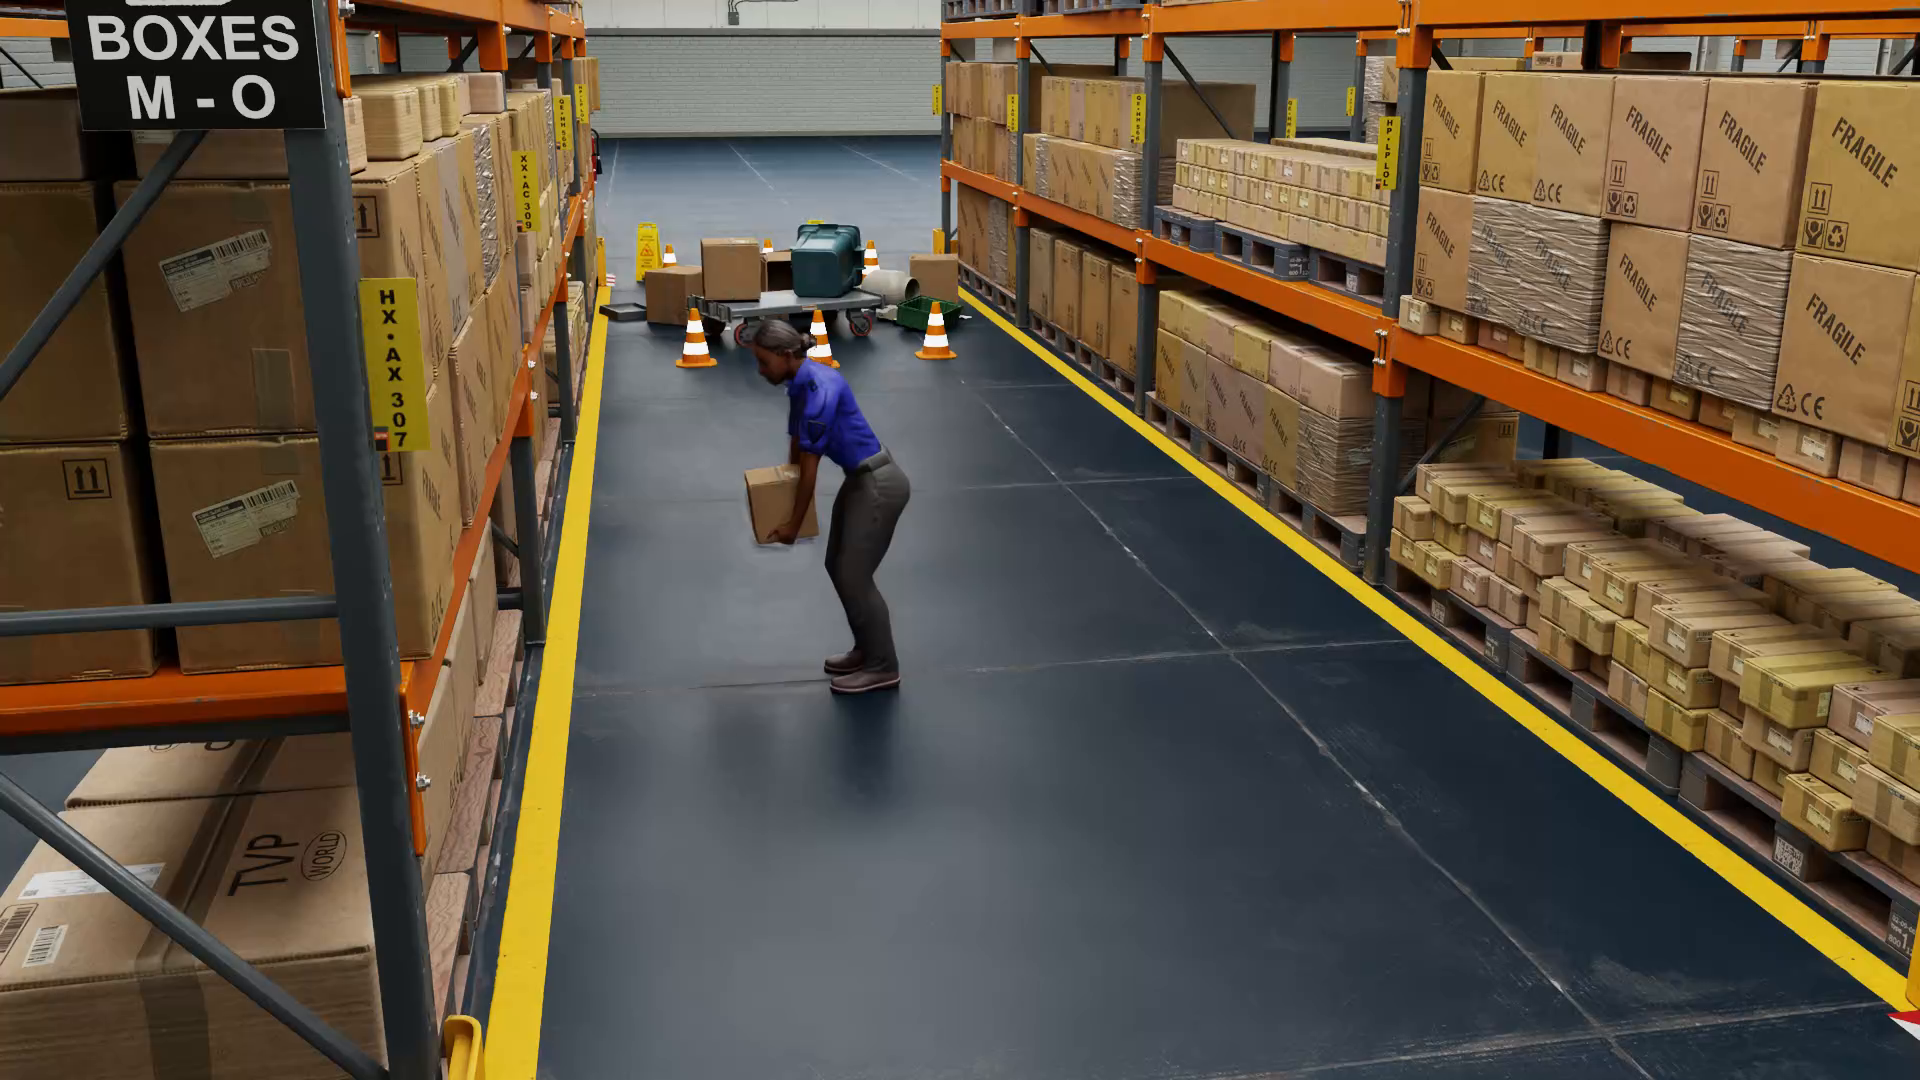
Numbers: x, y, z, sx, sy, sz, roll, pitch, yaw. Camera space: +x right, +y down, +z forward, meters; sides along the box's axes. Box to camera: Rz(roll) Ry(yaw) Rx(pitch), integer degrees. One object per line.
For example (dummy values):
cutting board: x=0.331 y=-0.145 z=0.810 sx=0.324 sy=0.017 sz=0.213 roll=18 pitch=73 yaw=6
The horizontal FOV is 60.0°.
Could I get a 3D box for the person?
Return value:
person: x=-0.515 y=-0.140 z=6.760 sx=0.614 sy=1.531 sz=0.415 roll=-3 pitch=17 yaw=-12
